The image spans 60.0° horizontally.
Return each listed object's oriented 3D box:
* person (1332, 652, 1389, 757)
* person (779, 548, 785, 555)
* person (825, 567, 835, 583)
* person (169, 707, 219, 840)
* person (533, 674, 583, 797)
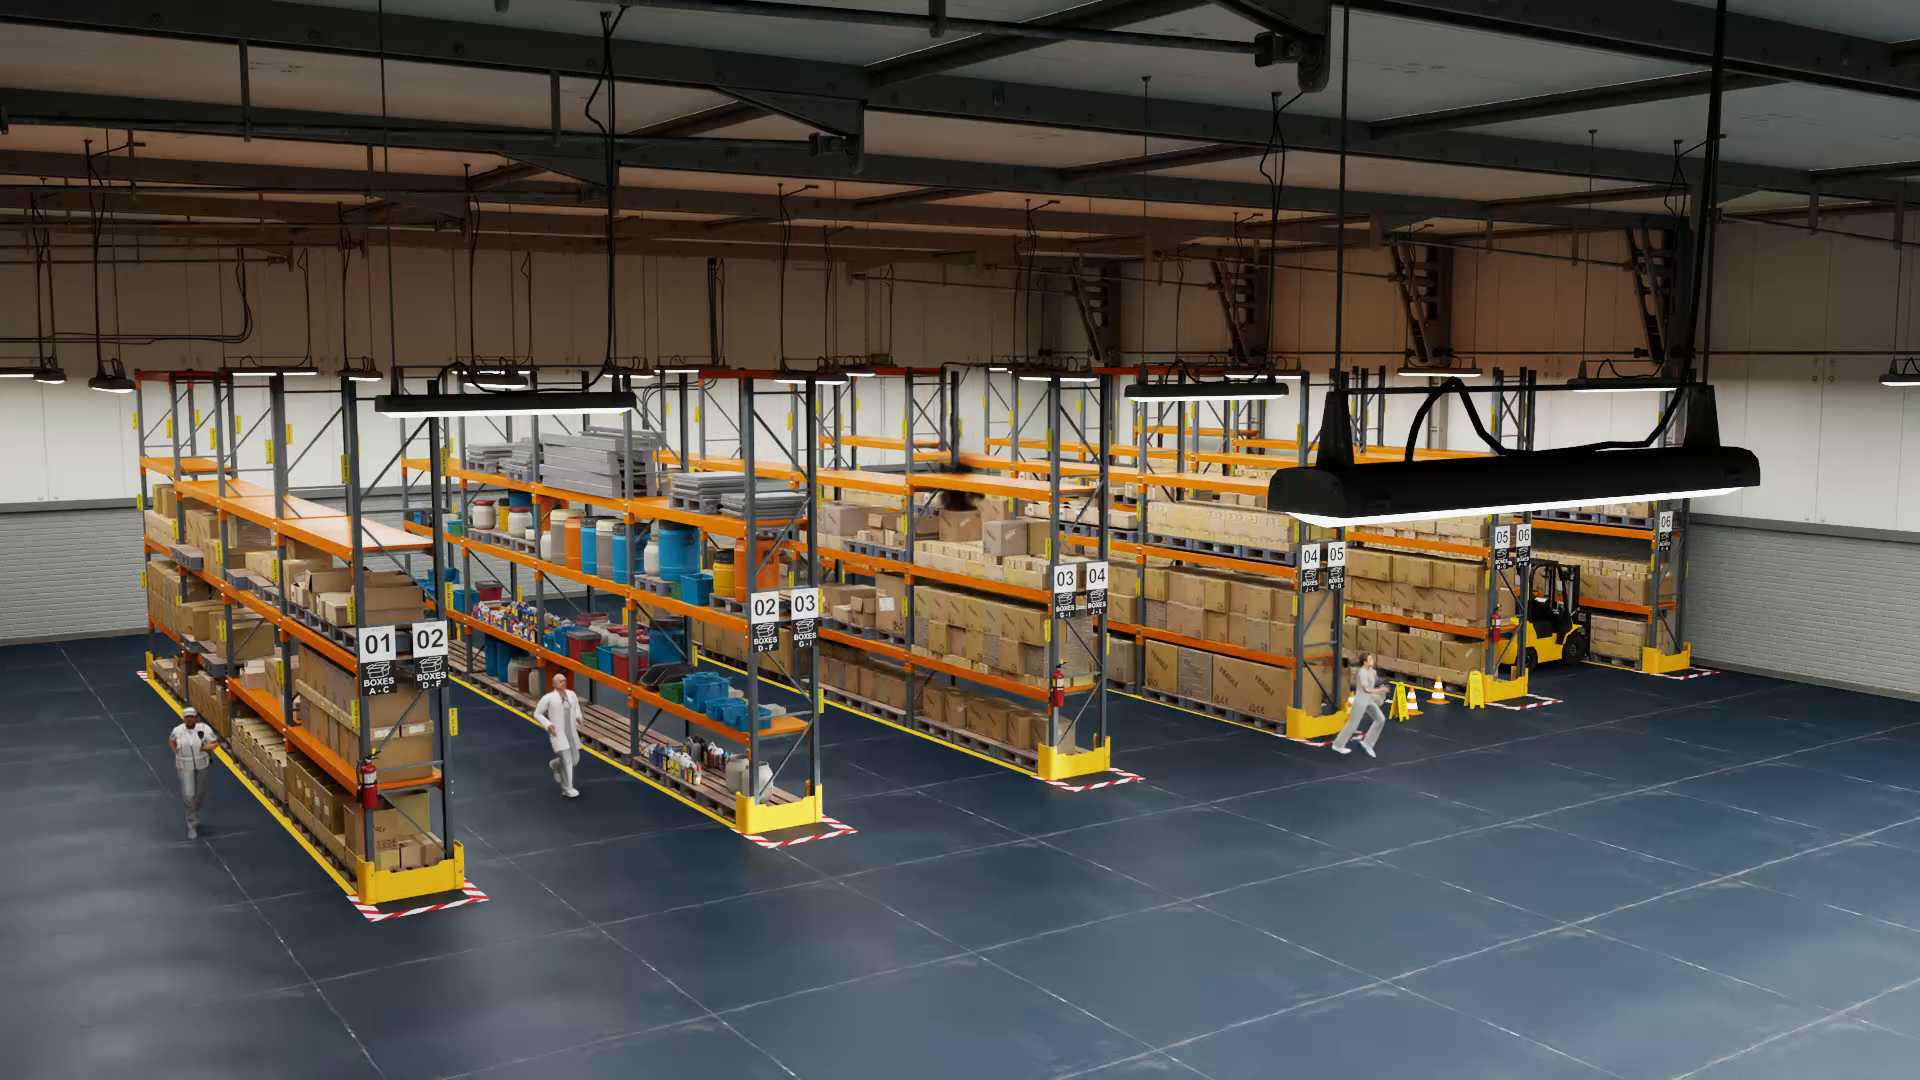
[{"bbox_3d":[6.294,2.568,26.037,0.860,1.674,0.571,3,7,26],"label":"person"},{"bbox_3d":[-4.416,0.967,40.756,0.564,1.565,0.462,4,7,30],"label":"person"},{"bbox_3d":[-3.195,0.792,42.278,0.681,1.537,0.710,0,6,4],"label":"person"},{"bbox_3d":[-10.109,3.038,21.992,0.581,1.721,0.797,-4,7,-30],"label":"person"},{"bbox_3d":[-5.722,2.781,23.837,0.812,1.735,0.715,6,9,43],"label":"person"}]
